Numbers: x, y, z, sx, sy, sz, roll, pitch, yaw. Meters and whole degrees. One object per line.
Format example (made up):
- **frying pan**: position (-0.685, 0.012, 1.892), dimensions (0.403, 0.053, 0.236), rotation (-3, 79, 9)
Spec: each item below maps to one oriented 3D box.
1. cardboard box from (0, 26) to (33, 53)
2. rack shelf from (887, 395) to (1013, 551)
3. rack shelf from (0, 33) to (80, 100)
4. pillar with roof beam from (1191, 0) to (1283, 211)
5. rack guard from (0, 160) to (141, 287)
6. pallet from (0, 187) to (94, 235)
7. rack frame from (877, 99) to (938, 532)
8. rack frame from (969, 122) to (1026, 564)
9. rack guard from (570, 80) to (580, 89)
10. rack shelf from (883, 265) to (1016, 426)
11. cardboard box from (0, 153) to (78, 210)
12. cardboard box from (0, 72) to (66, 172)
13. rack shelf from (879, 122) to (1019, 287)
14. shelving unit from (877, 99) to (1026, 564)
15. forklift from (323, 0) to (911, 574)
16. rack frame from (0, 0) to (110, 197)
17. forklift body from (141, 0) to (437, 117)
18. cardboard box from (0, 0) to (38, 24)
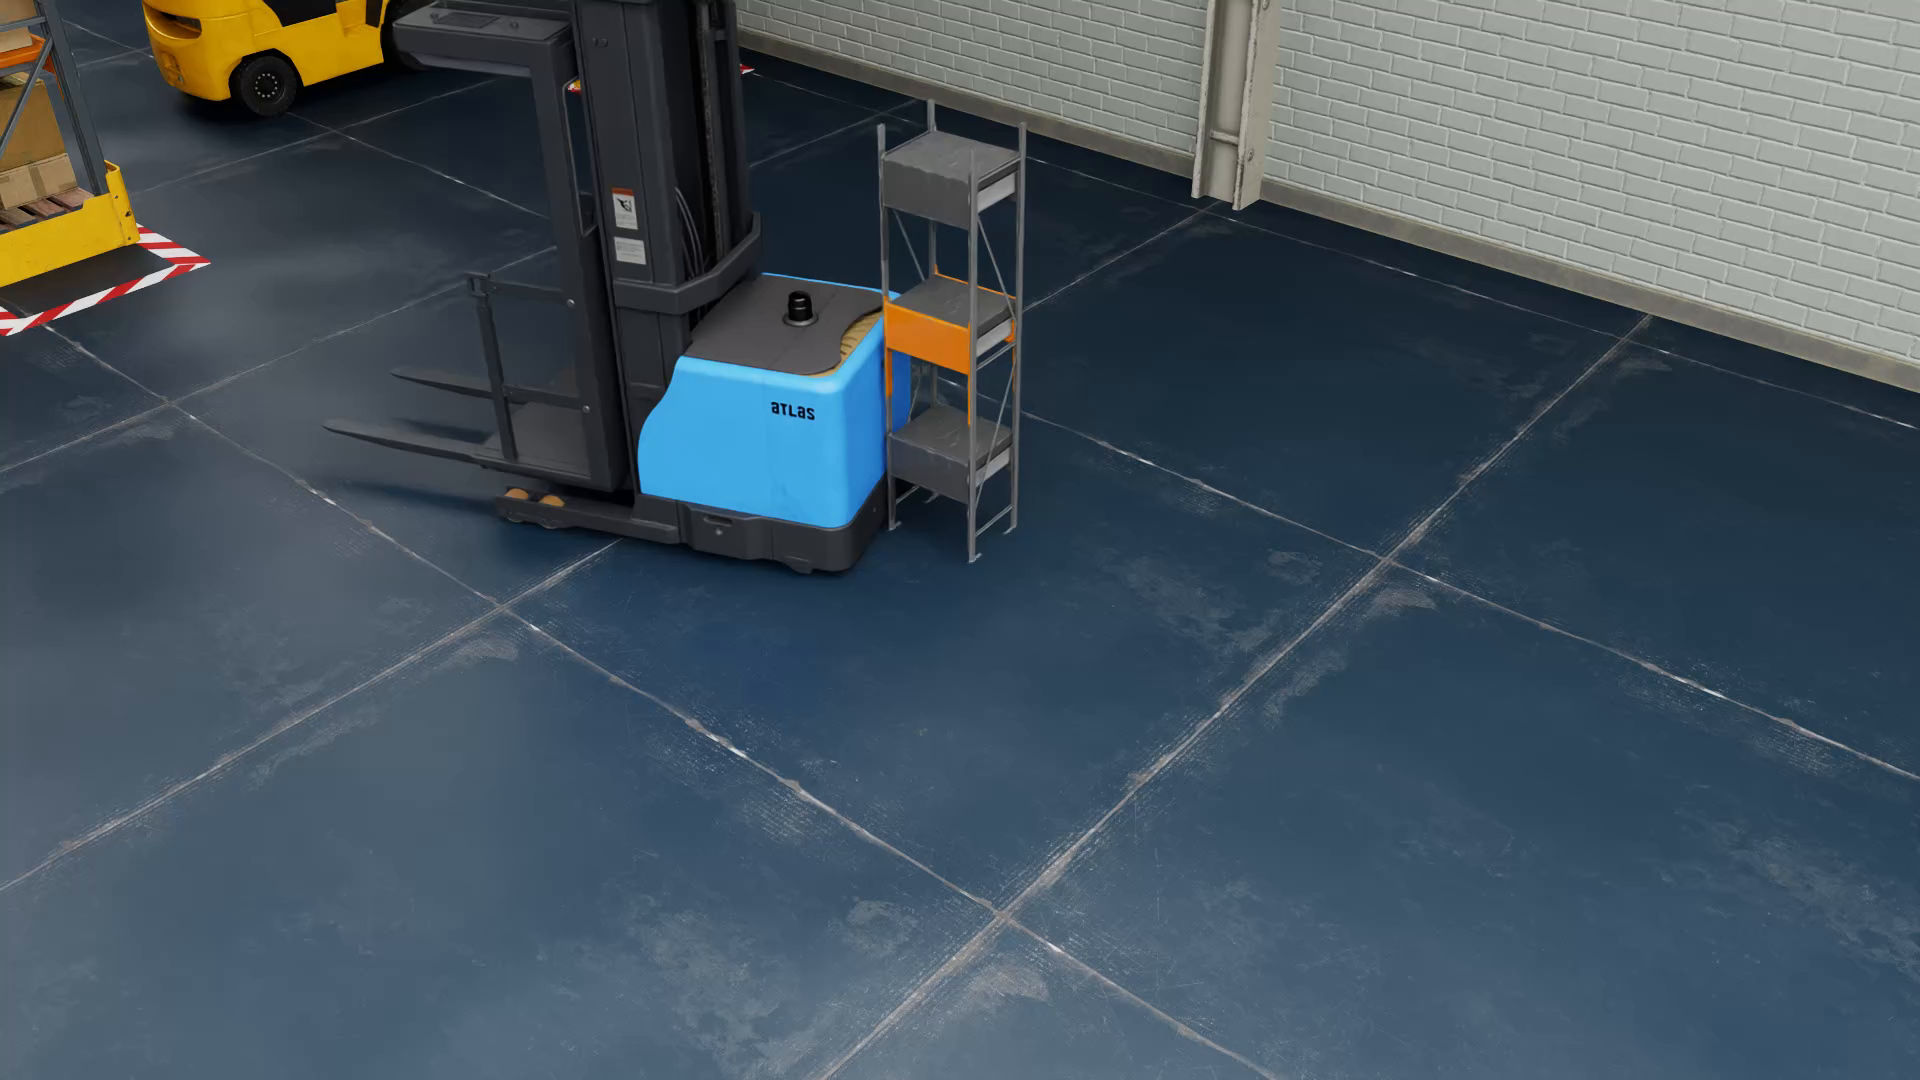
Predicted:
- **cardboard box**: position (-6.067, -3.148, 10.406), dimensions (0.250, 0.149, 0.380), rotation (25, 42, 32)
- **rack shelf**: position (-0.035, -0.333, 8.141), dimensions (0.480, 0.518, 0.431), rotation (22, 40, 28)
- **rack shelf**: position (-7.475, -3.466, 11.283), dimensions (4.000, 0.370, 1.077), rotation (25, 42, 32)
- **pillar with roof beam**: position (-0.867, -4.270, 6.519), dimensions (0.400, 9.000, 9.100), rotation (25, 42, 32)
- **rack guard**: position (-5.996, -2.035, 10.772), dimensions (0.348, 0.500, 1.175), rotation (25, 42, 32)
- **pallet**: position (-6.598, -2.226, 11.305), dimensions (1.213, 0.211, 1.003), rotation (25, 42, 32)
- **rack frame**: position (-0.234, -1.001, 7.853), dimensions (0.015, 2.100, 0.400), rotation (22, 40, 28)
- **rack frame**: position (0.164, -0.842, 7.621), dimensions (0.015, 2.100, 0.400), rotation (22, 40, 28)
- **rack guard**: position (-2.746, -4.160, 13.866), dimensions (0.348, 0.500, 1.175), rotation (25, 42, 32)
- **rack shelf**: position (-0.035, -0.911, 7.745), dimensions (0.480, 0.518, 0.431), rotation (22, 40, 28)
- **cardboard box**: position (-6.381, -2.490, 11.285), dimensions (0.500, 0.250, 0.500), rotation (25, 42, 31)
- **cardboard box**: position (-6.400, -2.808, 11.084), dimensions (0.500, 0.500, 0.500), rotation (24, 41, 30)
- **rack shelf**: position (-0.035, -1.488, 7.349), dimensions (0.480, 0.518, 0.431), rotation (22, 40, 28)
- **shelving unit**: position (-0.035, -0.922, 7.737), dimensions (0.503, 2.100, 0.431), rotation (22, 40, 28)
- **forklift**: position (-1.808, -1.534, 7.894), dimensions (3.031, 2.935, 1.130), rotation (11, 36, 15)
- **rack frame**: position (-5.938, -3.038, 10.024), dimensions (0.127, 3.000, 1.000), rotation (25, 42, 32)
- **forklift body**: position (-5.389, -4.742, 13.256), dimensions (1.214, 2.155, 2.313), rotation (25, 42, 32)
- **cardboard box**: position (-6.124, -3.494, 10.337), dimensions (0.500, 0.500, 0.500), rotation (25, 41, 31)
